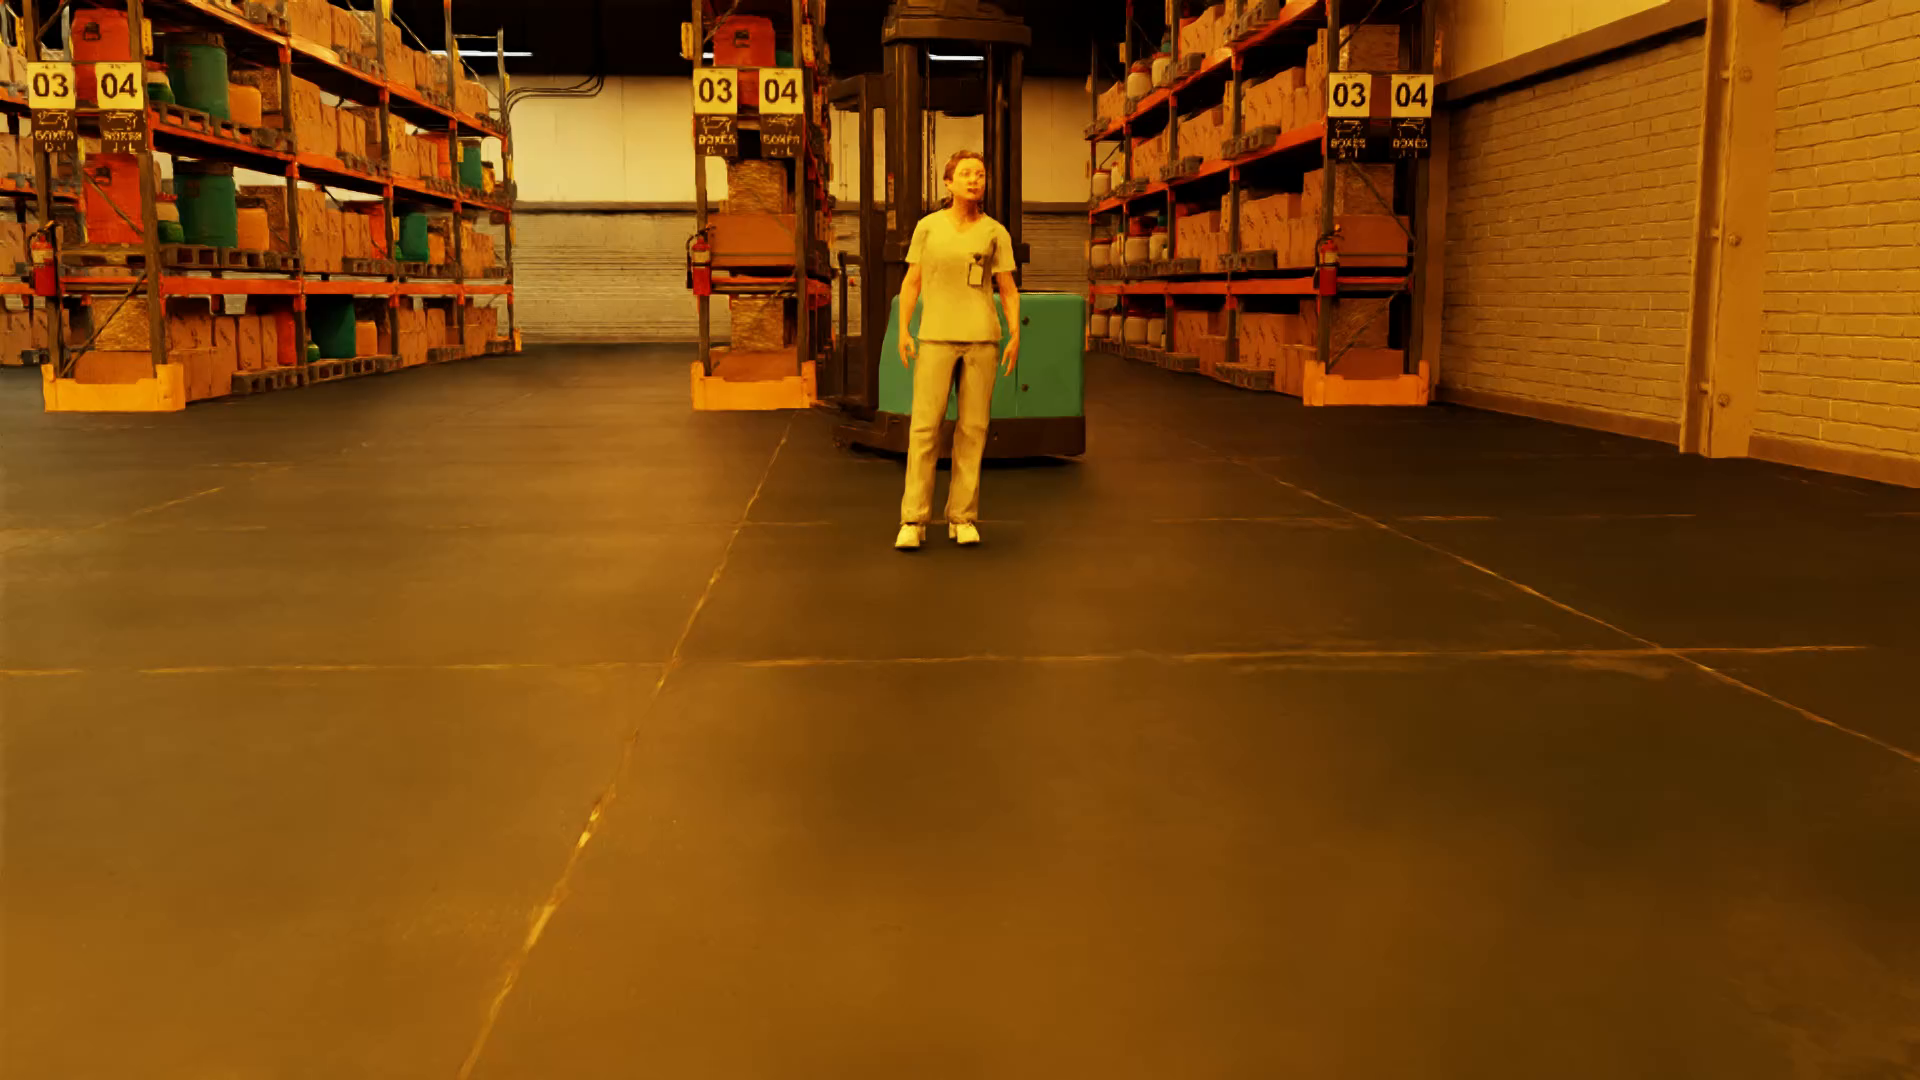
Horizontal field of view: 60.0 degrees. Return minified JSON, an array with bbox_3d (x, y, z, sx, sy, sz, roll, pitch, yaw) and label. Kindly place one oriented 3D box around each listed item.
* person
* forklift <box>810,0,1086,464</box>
[{"bbox_3d":[-0.009,-0.825,7.112,0.550,1.674,0.548,-1,8,-4],"label":"person"},{"bbox_3d":[-0.252,-2.100,11.477,1.130,2.935,3.031,-4,9,-23],"label":"forklift"}]
